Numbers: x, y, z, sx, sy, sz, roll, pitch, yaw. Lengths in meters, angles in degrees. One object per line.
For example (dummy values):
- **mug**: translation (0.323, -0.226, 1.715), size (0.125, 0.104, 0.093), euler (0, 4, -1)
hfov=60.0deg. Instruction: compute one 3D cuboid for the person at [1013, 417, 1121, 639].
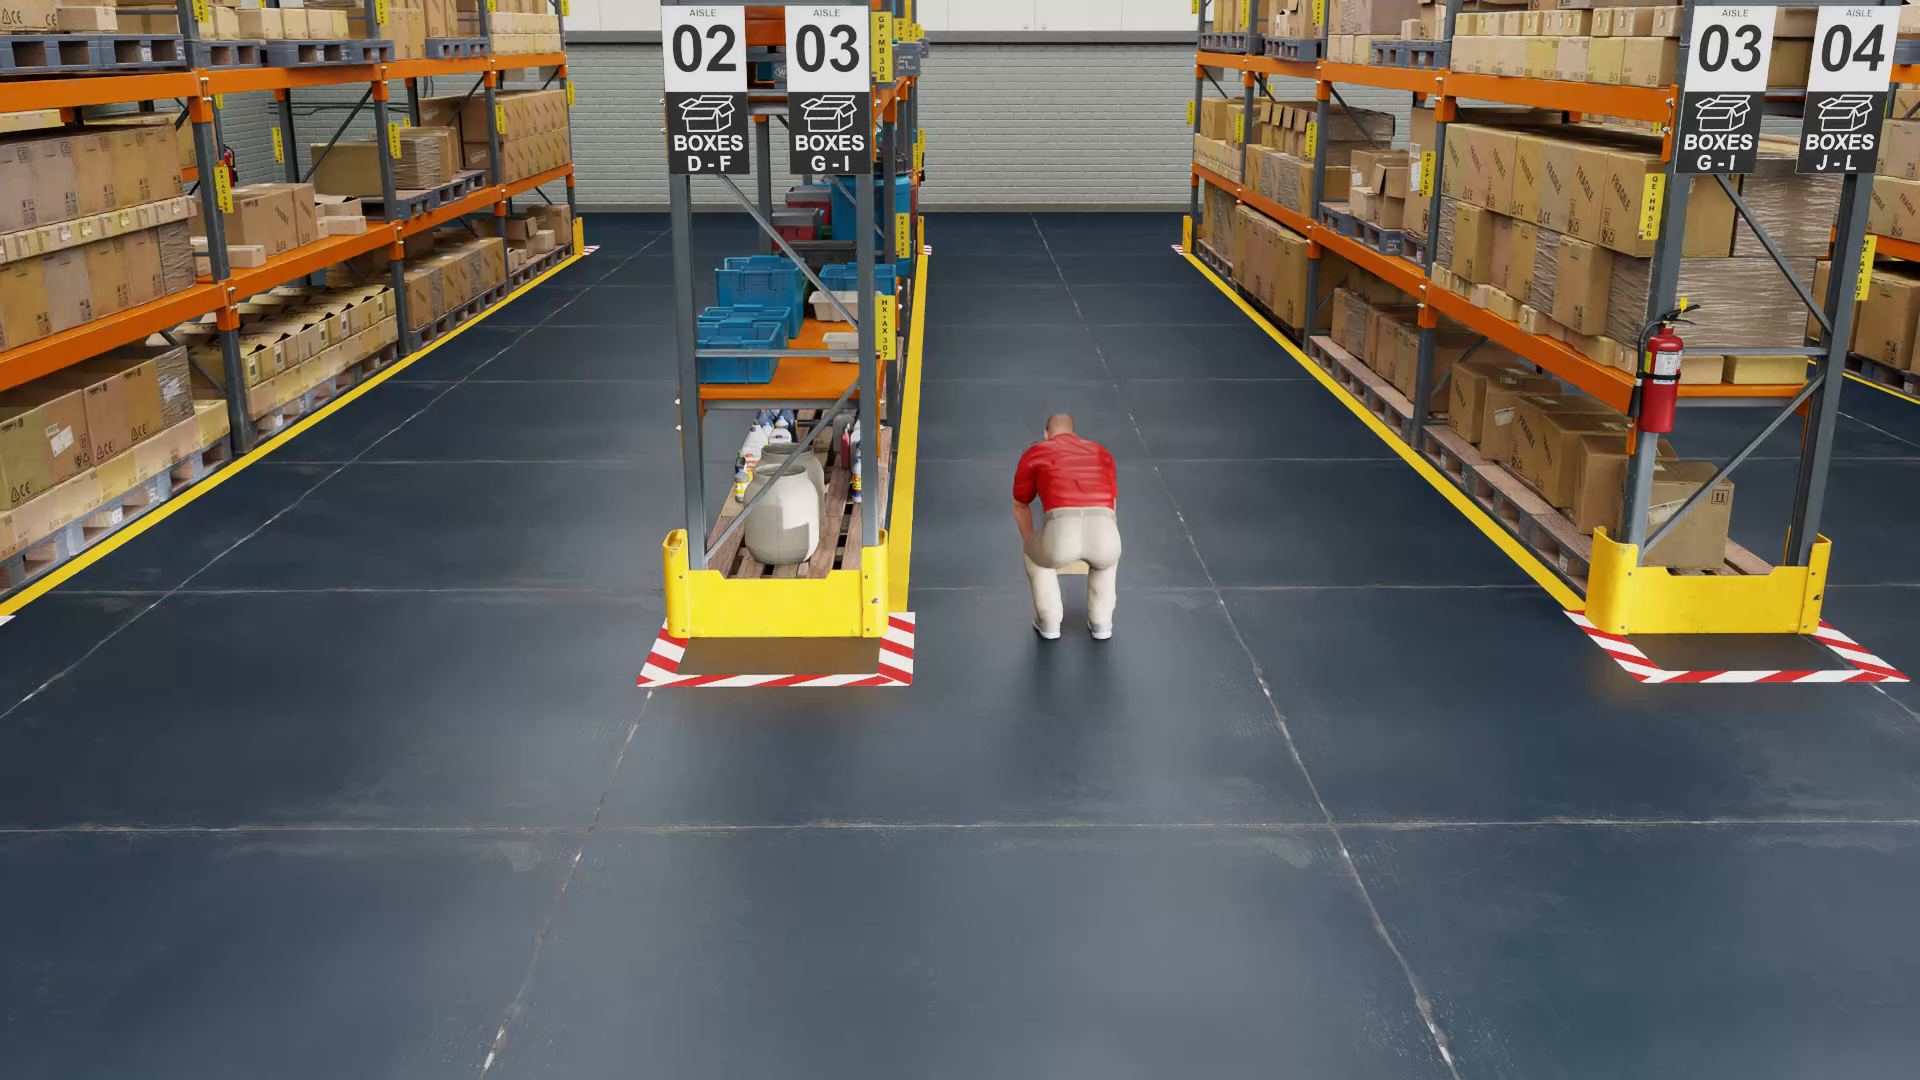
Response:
- **person**: translation (0.575, -0.058, 8.870), size (0.573, 1.085, 0.844), euler (0, 17, -1)
